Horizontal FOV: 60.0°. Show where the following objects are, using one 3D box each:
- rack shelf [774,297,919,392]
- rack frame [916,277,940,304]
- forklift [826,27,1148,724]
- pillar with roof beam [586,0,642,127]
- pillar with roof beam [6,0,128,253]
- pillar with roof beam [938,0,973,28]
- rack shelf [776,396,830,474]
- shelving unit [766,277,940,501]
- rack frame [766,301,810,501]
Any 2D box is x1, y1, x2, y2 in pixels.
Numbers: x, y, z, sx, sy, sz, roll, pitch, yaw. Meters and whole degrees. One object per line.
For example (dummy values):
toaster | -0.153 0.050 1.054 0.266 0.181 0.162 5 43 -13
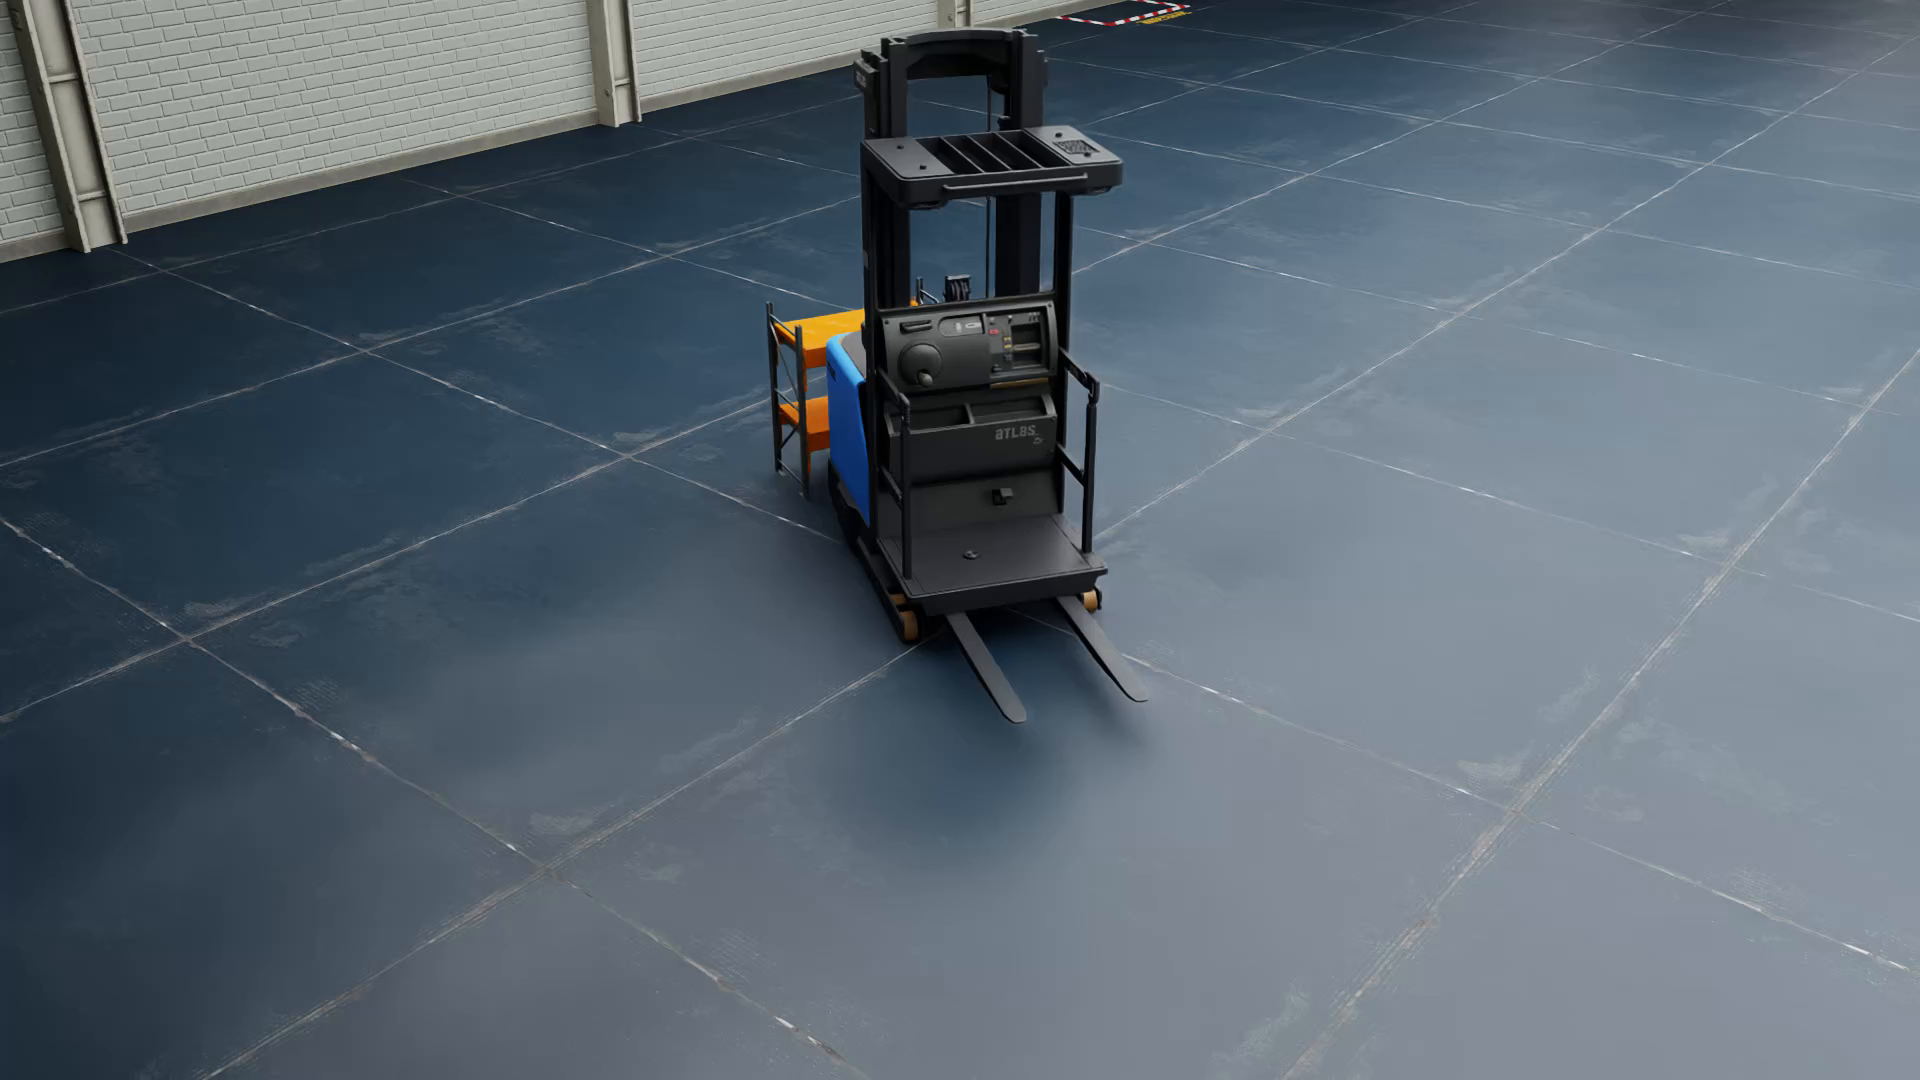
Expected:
rack shelf | -0.600 -1.215 10.237 1.000 0.278 0.538 -13 30 -24
rack frame | -0.149 -1.063 10.580 0.032 1.125 0.500 -13 30 -24
forklift | 0.121 -0.972 8.440 1.130 2.935 3.031 -8 28 -15
pillar with roof beam | -0.557 -7.506 14.466 9.100 9.000 0.400 21 34 34
pillar with roof beam | -4.373 -5.379 10.354 9.100 9.000 0.400 21 34 34
pillar with roof beam | 3.260 -9.634 18.578 9.100 9.000 0.400 21 34 34
rack shelf | -0.600 -0.738 10.484 1.000 0.278 0.538 -13 30 -24
shelving unit | -0.600 -0.955 10.372 1.048 1.125 0.538 -13 30 -24
rack frame | -1.051 -0.847 10.163 0.032 1.125 0.500 -13 30 -24
